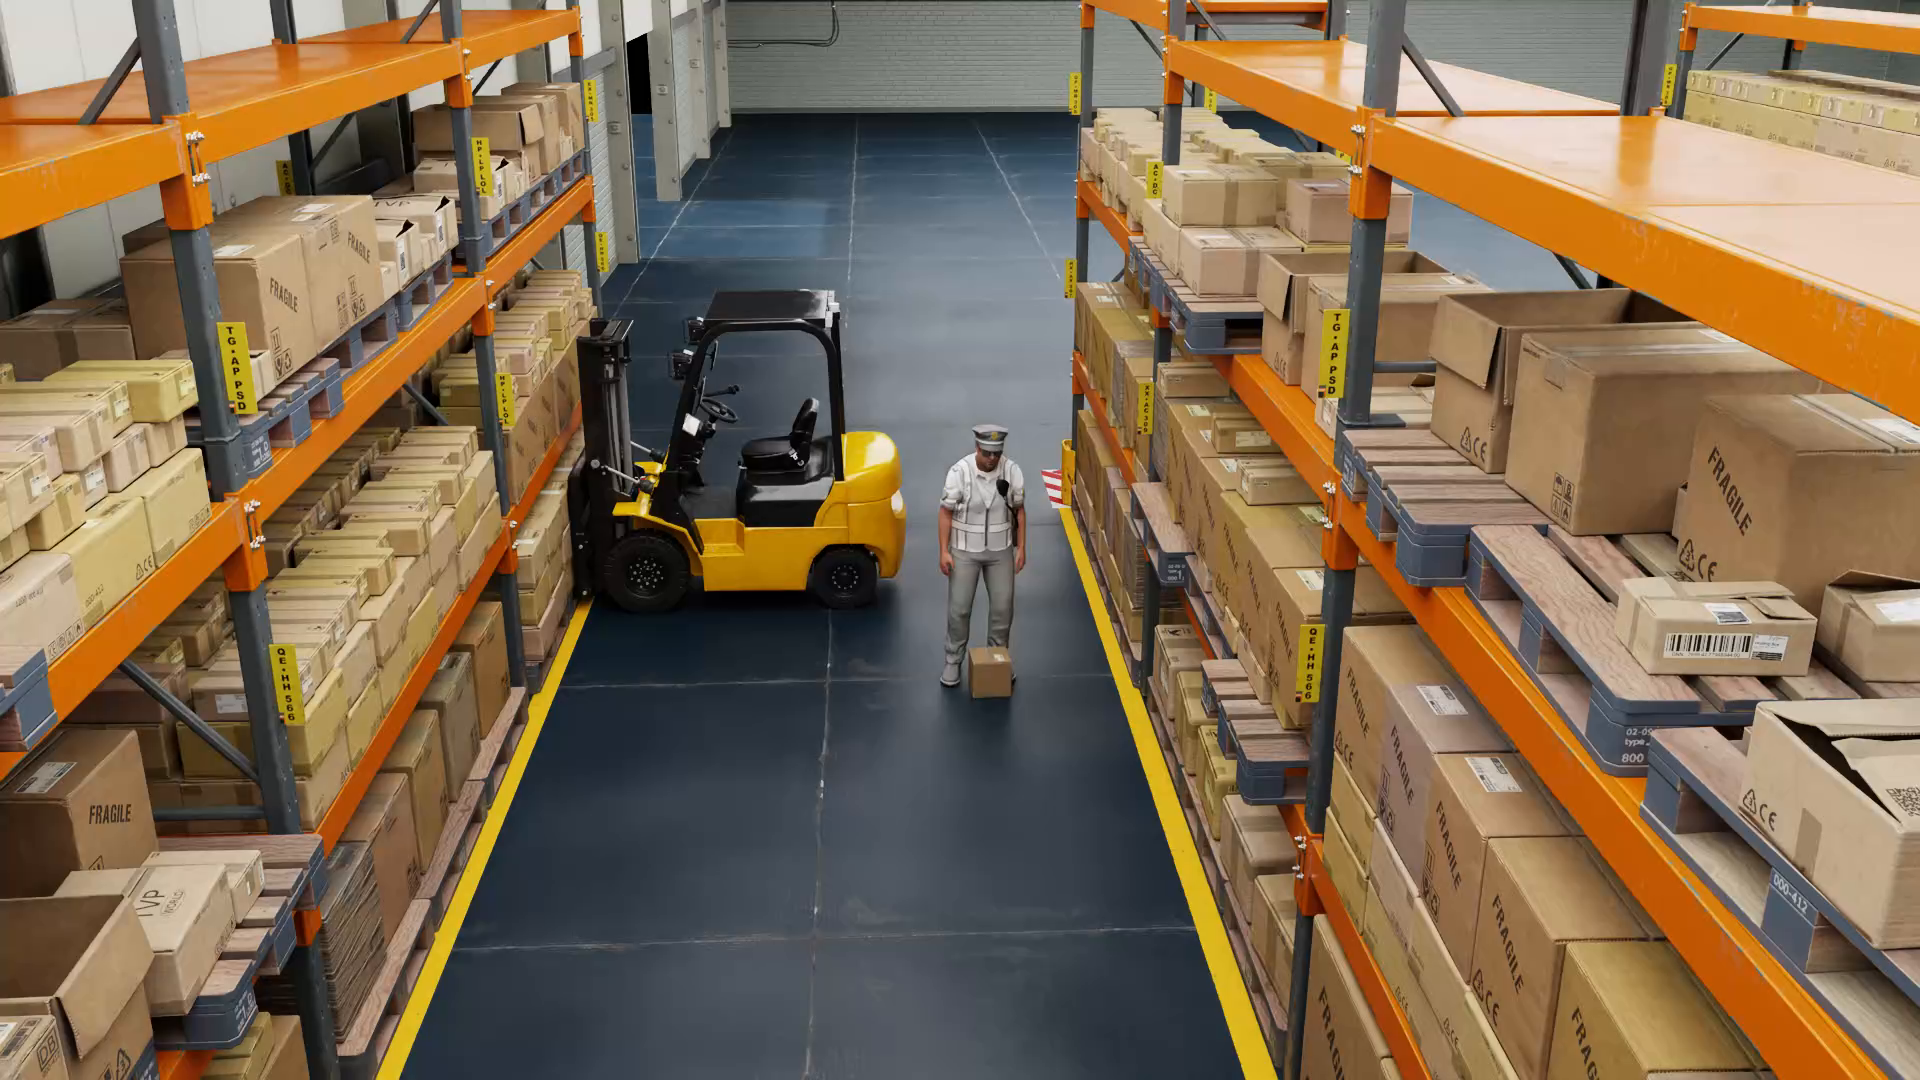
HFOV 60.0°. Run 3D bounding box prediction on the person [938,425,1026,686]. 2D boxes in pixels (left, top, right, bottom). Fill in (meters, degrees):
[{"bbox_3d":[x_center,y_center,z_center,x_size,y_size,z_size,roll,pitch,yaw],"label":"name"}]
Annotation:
[{"bbox_3d":[0.144,0.067,10.884,0.595,1.746,0.439,-3,21,-9],"label":"person"}]
